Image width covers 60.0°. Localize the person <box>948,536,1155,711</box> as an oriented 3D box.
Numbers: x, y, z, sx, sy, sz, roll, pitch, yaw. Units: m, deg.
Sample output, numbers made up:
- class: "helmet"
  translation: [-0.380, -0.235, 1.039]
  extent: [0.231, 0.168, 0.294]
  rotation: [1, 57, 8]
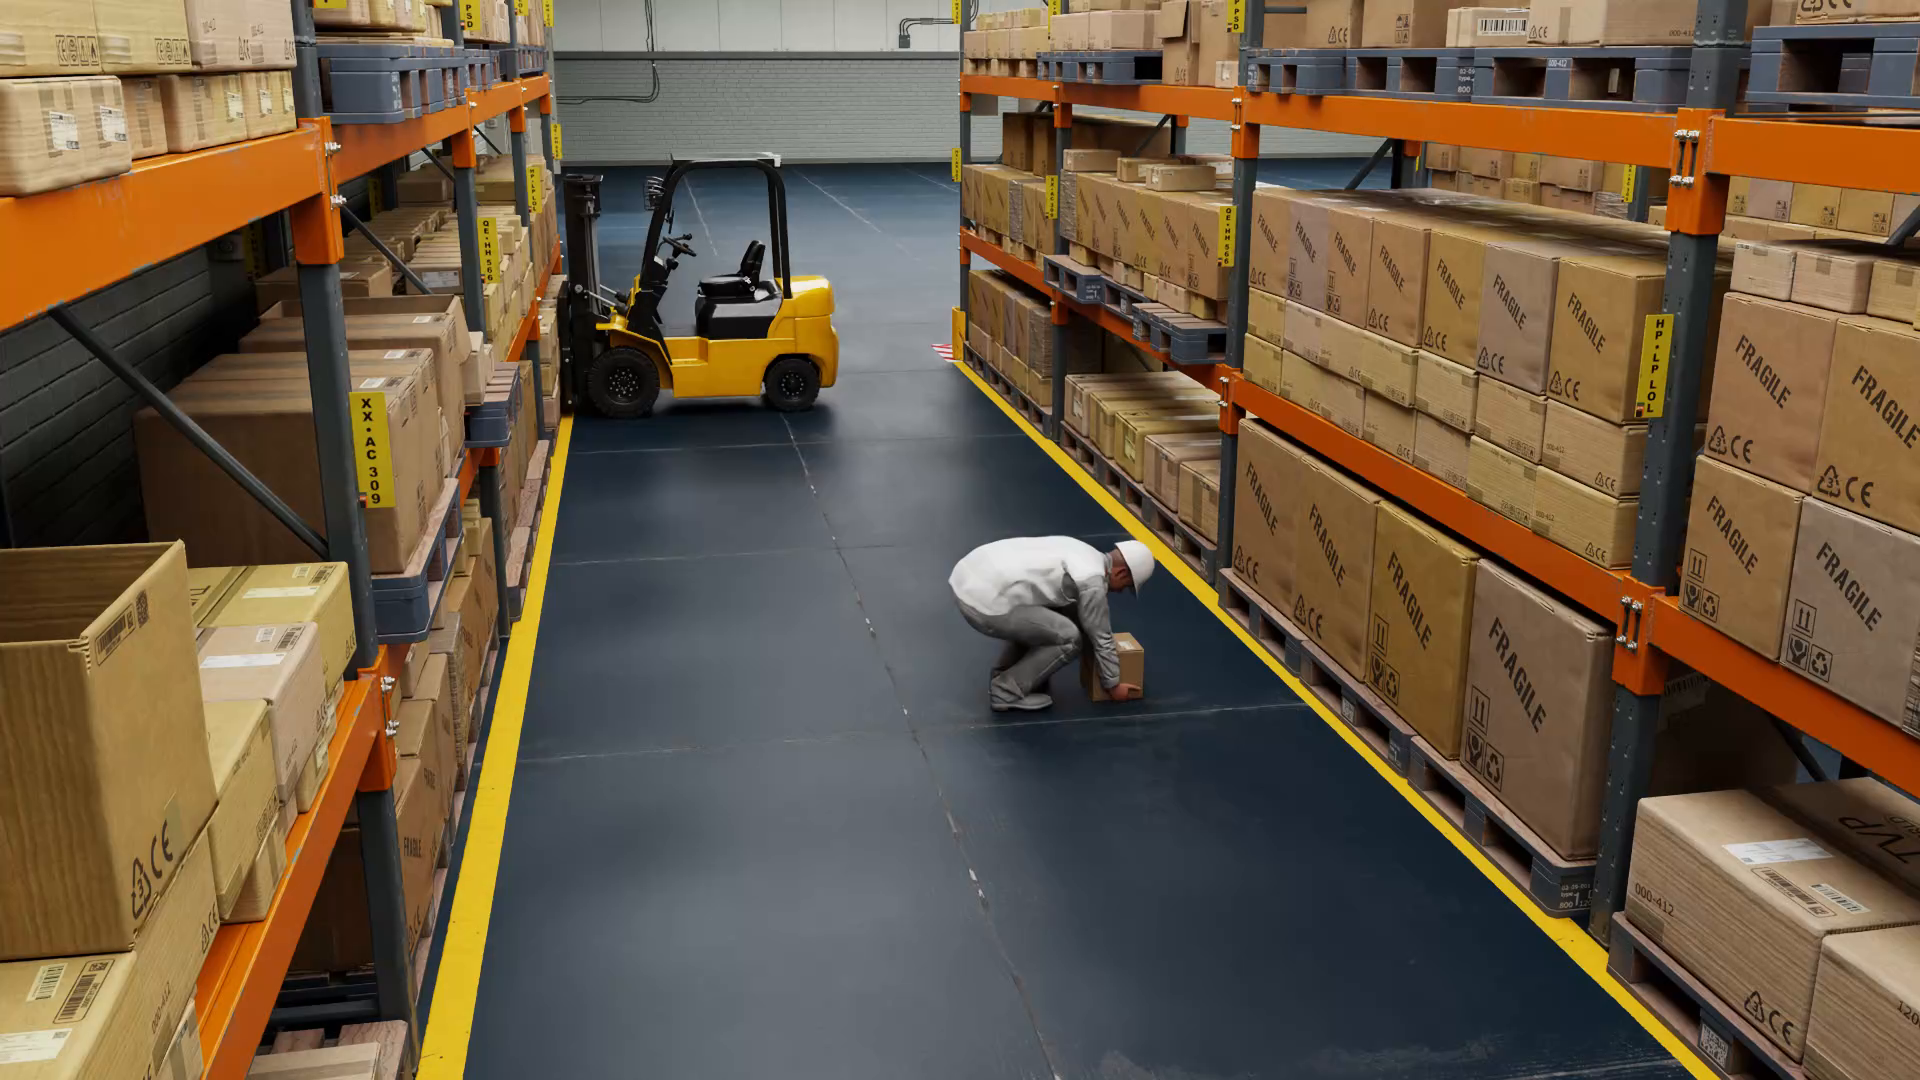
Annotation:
- class: "person"
  translation: [0.451, 0.378, 7.969]
  extent: [0.999, 0.815, 0.497]
  rotation: [-4, 17, -12]
